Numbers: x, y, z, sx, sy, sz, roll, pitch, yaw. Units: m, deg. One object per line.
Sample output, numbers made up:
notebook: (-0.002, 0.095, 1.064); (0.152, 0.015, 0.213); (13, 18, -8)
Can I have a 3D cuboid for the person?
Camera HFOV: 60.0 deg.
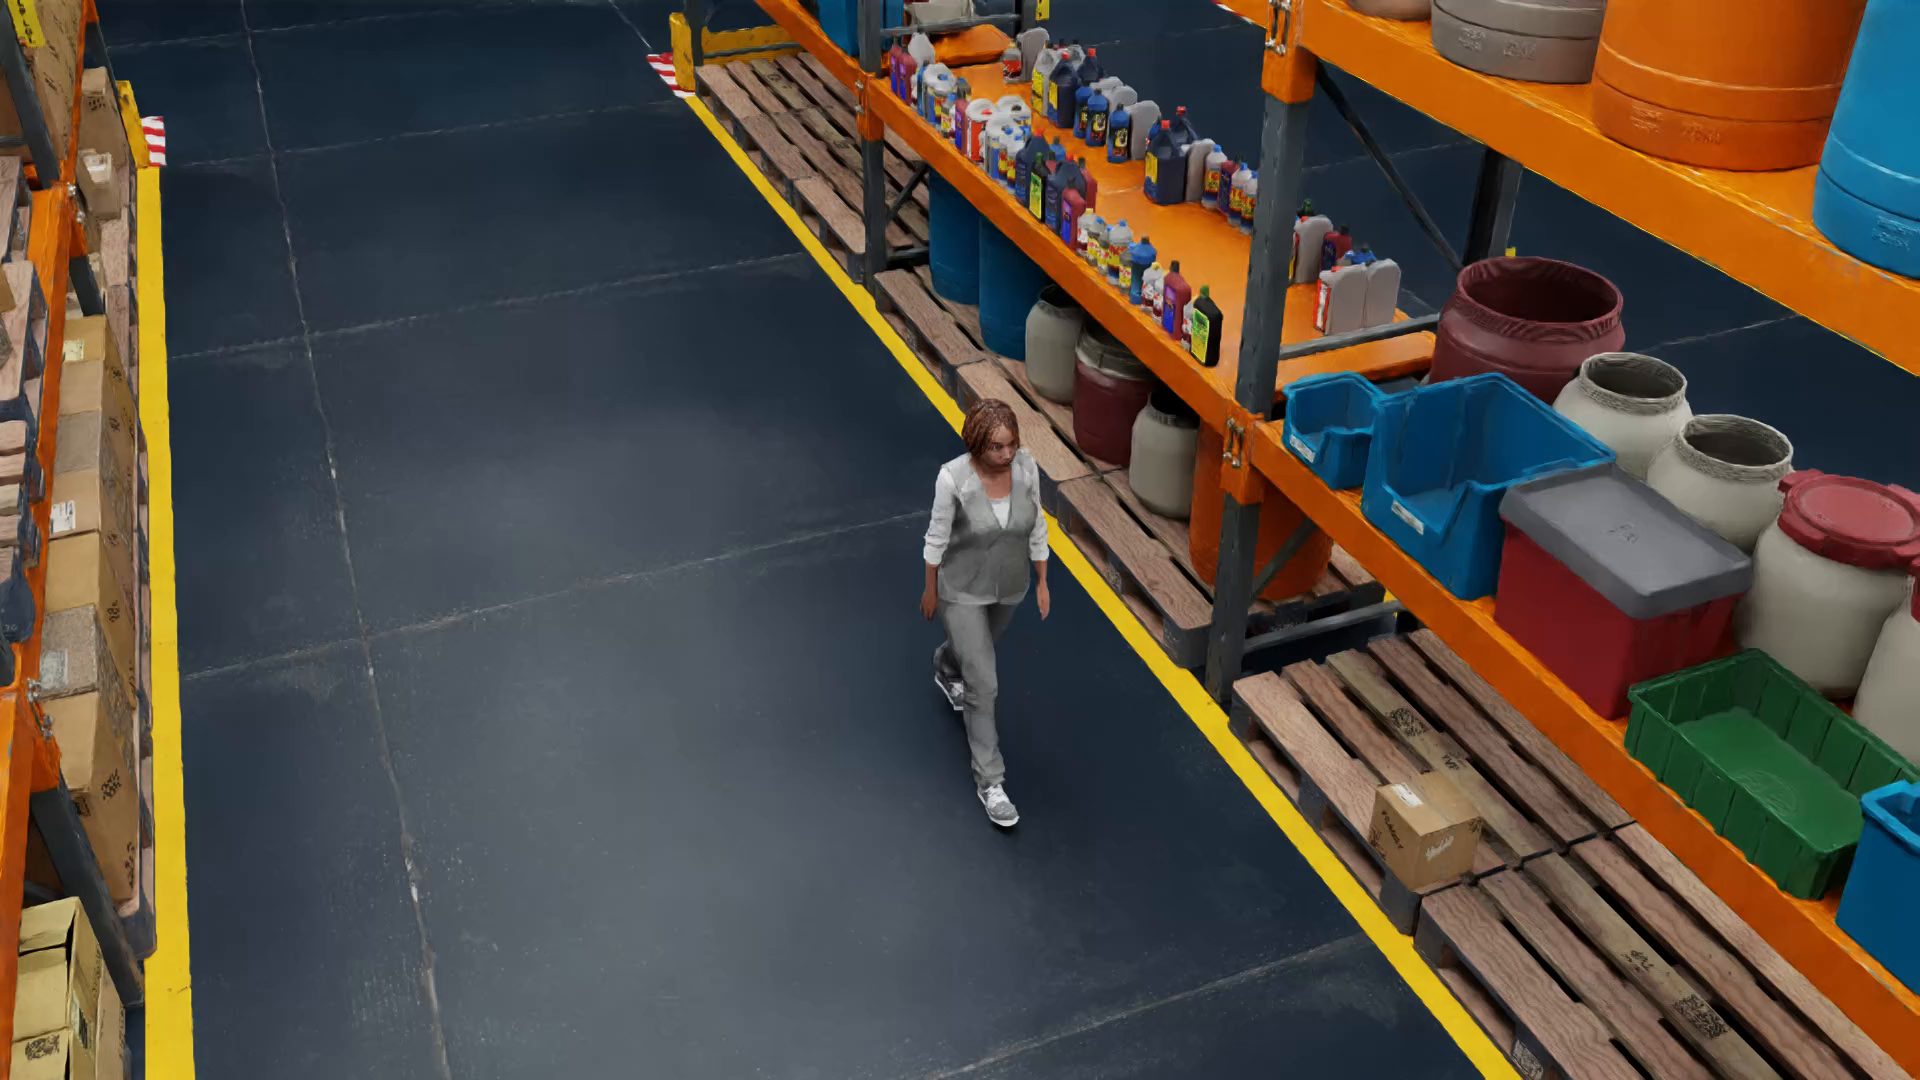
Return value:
person: (0.095, 0.156, 5.913); (0.434, 1.549, 0.887); (-17, 37, -23)
